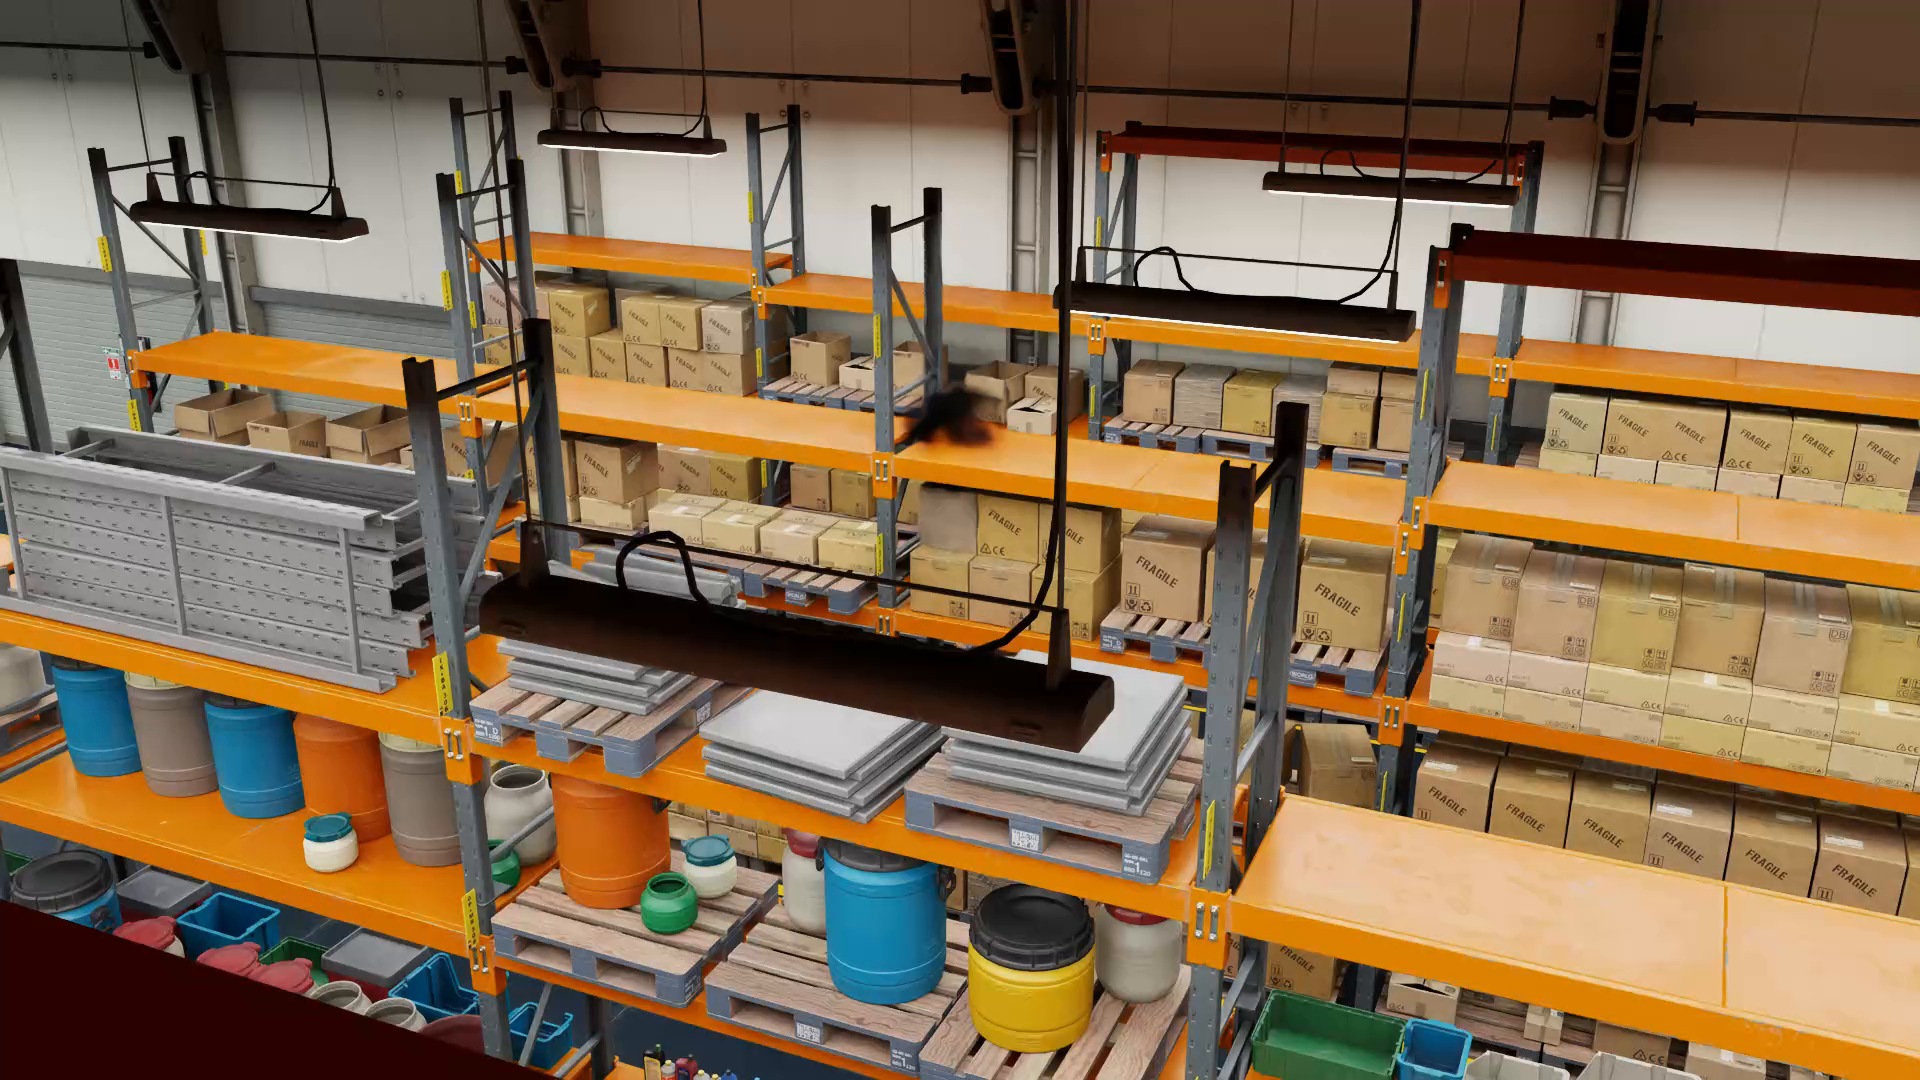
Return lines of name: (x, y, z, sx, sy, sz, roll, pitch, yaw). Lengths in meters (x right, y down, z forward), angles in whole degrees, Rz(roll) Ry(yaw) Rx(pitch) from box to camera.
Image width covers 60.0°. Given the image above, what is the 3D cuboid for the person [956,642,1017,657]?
person: (0.311, 1.353, 15.763, 0.936, 1.824, 0.686, 10, 23, 25)
